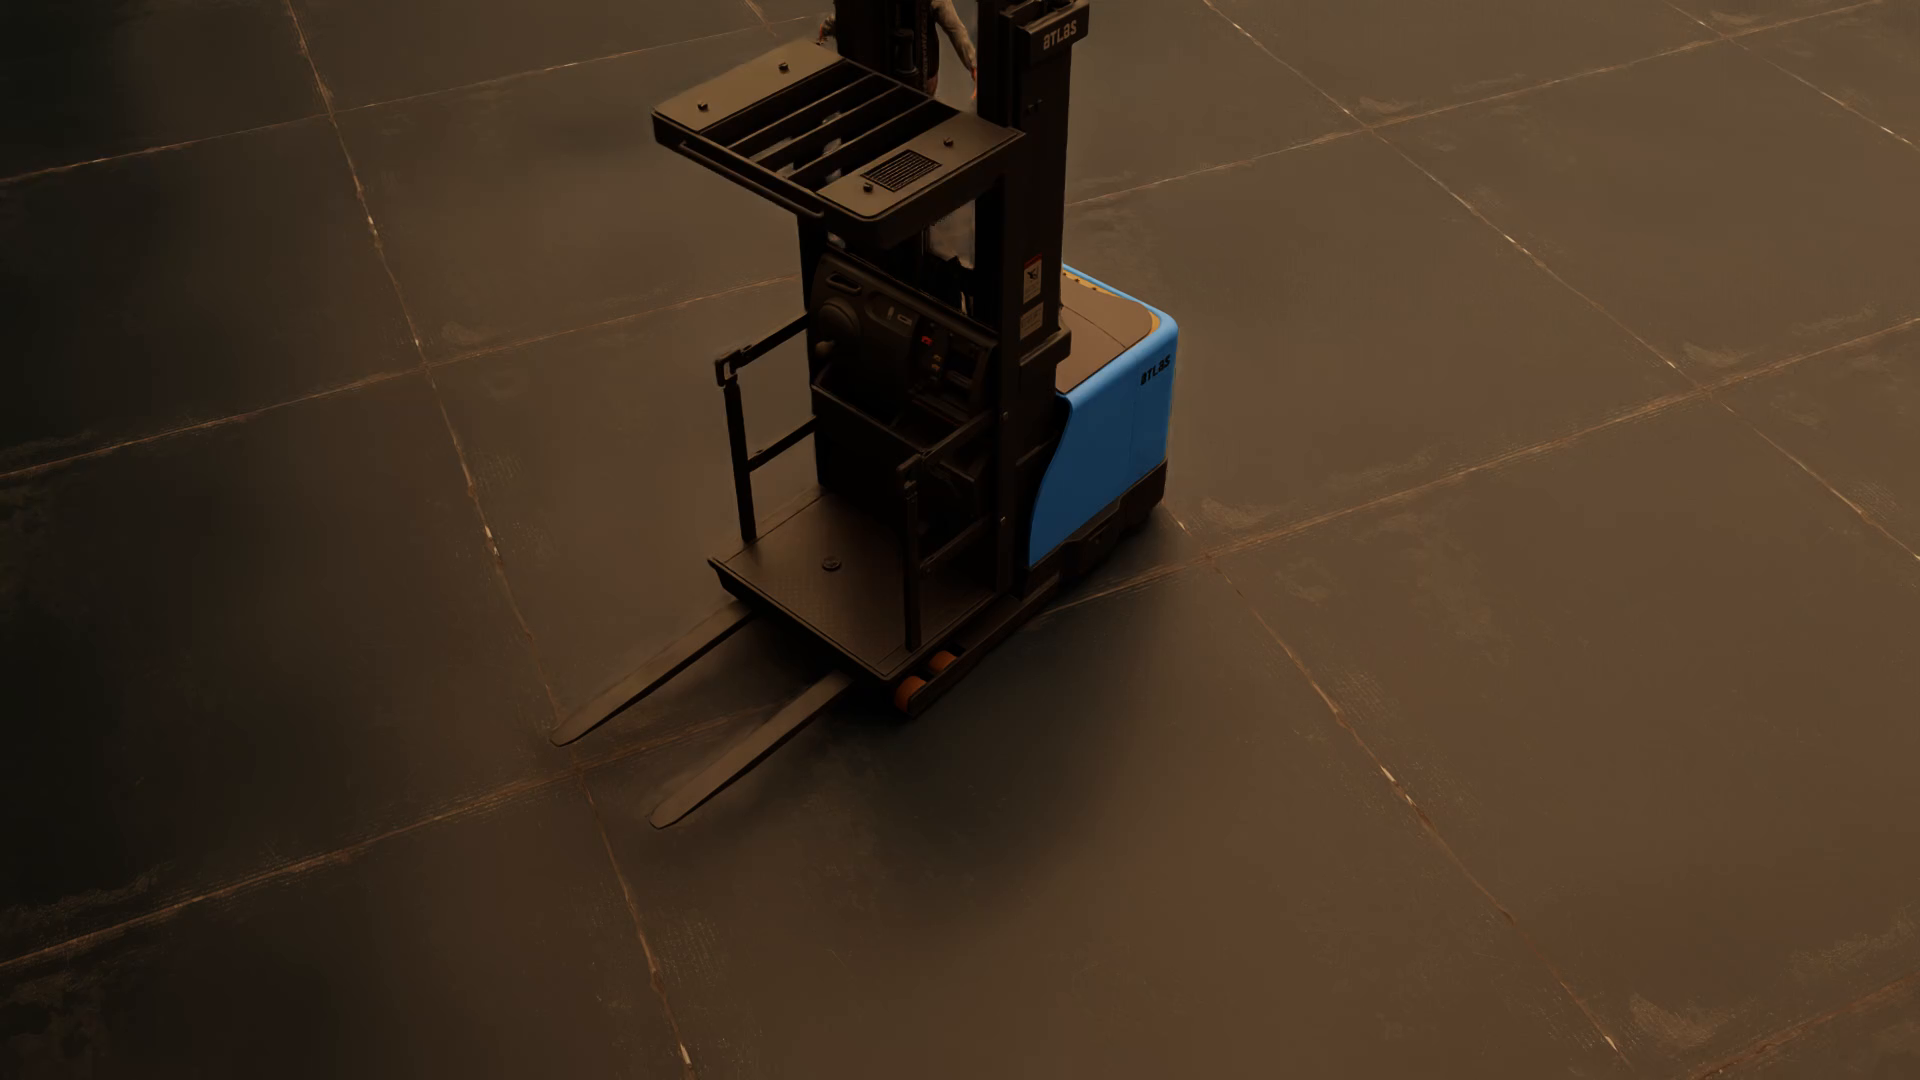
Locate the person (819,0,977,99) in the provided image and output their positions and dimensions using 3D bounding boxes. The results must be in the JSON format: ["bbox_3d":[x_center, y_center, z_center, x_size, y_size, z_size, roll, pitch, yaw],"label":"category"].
[{"bbox_3d":[-0.321,-2.650,9.428,0.878,1.702,0.702,-8,44,-8],"label":"person"}]

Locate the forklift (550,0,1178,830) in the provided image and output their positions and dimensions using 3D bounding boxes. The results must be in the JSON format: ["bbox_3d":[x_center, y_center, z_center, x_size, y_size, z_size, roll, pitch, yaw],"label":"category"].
[{"bbox_3d":[-0.383,-0.727,6.459,1.130,2.935,3.031,32,51,29],"label":"forklift"}]
